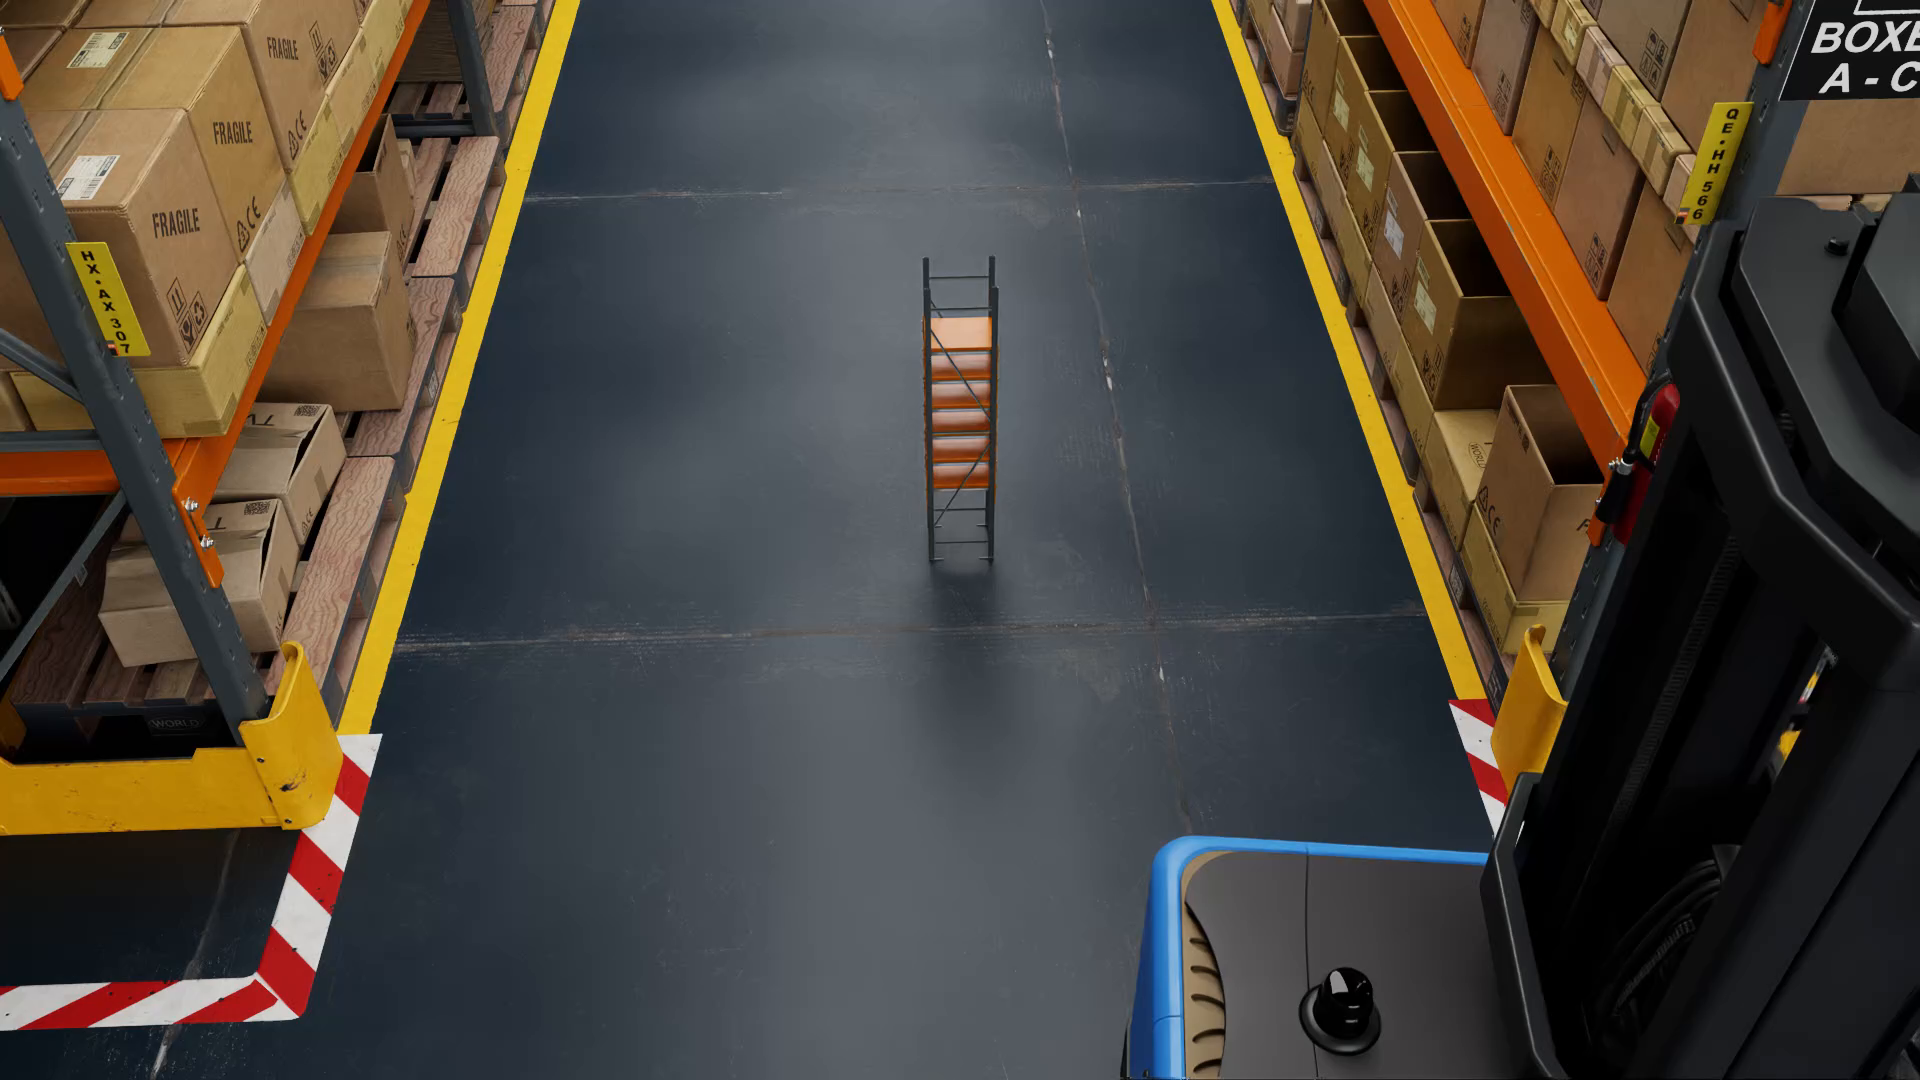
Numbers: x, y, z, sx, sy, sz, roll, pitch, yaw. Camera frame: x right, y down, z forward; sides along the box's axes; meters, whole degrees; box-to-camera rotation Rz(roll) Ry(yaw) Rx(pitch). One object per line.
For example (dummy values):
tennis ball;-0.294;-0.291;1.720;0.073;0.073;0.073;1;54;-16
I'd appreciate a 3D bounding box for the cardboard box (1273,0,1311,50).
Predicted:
cardboard box;1.873;-2.702;8.287;0.500;0.311;0.500;-2;43;-2

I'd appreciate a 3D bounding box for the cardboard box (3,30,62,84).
cardboard box;-2.846;-1.124;4.798;0.500;0.500;0.500;-1;43;-1

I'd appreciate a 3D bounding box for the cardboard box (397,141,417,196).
cardboard box;-2.720;-1.701;7.657;0.380;0.166;0.250;-7;43;-7

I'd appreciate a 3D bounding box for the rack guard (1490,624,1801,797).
rack guard;2.348;0.550;5.280;1.175;0.500;0.348;-2;43;-2

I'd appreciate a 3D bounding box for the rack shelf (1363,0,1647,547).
rack shelf;2.262;-1.473;6.170;1.077;0.370;4.000;-2;43;-2

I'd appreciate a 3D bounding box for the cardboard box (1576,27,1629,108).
cardboard box;2.108;-1.436;5.042;0.380;0.149;0.250;-1;43;-1

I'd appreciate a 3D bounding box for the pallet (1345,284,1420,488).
pallet;2.223;-0.697;6.854;1.003;0.211;1.213;-2;43;-2

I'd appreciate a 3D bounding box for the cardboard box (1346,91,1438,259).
cardboard box;1.926;-1.509;6.845;0.500;0.500;0.500;-2;43;-2

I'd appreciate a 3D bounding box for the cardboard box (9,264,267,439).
cardboard box;-2.306;-0.534;4.709;0.500;0.250;0.500;-3;43;-3

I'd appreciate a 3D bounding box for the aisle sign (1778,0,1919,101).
aisle sign;2.056;-1.294;3.517;0.394;0.787;0.004;-2;43;-2

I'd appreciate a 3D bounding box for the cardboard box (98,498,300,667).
cardboard box;-2.542;0.116;5.568;0.500;0.311;0.500;-6;43;-7

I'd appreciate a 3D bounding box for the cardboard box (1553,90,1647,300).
cardboard box;2.312;-1.095;5.151;0.700;0.500;0.500;-1;43;-1

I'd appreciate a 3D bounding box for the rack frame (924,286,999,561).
rack frame;0.005;-0.371;5.767;0.240;1.200;0.006;-2;43;-2

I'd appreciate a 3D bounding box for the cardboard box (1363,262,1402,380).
cardboard box;1.953;-0.895;6.731;0.500;0.250;0.500;-2;43;-2

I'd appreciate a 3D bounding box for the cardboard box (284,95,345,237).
cardboard box;-2.358;-1.228;5.466;0.500;0.250;0.500;-2;43;-2

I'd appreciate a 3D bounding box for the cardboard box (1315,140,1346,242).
cardboard box;1.910;-1.570;7.467;0.500;0.250;0.500;-2;43;-2

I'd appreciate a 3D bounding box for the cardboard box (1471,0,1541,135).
cardboard box;2.271;-1.785;5.904;0.700;0.500;0.500;0;43;-1

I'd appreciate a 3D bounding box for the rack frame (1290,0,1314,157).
rack frame;2.177;-3.088;7.400;1.000;3.000;0.127;-2;43;-2

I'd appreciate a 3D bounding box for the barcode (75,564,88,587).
barcode;-2.942;0.112;5.566;0.001;0.075;0.075;-2;43;-2

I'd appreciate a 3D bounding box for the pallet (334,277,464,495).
pallet;-2.654;-0.638;6.790;1.003;0.211;1.213;-2;43;-2

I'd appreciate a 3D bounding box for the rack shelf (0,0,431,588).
rack shelf;-2.687;-1.328;6.012;1.077;0.370;4.000;-2;43;-2

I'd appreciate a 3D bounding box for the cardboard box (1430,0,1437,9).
cardboard box;2.231;-2.470;6.651;0.700;0.500;0.500;-2;43;-2

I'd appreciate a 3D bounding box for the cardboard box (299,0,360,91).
cardboard box;-2.383;-1.834;5.572;0.500;0.500;0.500;0;43;0

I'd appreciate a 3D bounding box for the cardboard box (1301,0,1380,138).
cardboard box;1.884;-2.184;7.582;0.500;0.500;0.500;-2;43;-2

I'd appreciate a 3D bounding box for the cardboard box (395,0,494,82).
cardboard box;-2.820;-2.681;8.479;0.700;0.500;0.500;0;43;0

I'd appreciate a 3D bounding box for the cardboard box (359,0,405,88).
cardboard box;-2.400;-1.909;6.209;0.500;0.250;0.500;-2;43;-2

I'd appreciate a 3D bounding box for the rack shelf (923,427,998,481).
rack shelf;0.001;-0.311;5.945;0.258;0.103;0.180;-2;43;-2

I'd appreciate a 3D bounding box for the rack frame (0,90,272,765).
rack frame;-2.602;-0.243;4.296;1.000;3.000;0.127;-2;43;-2

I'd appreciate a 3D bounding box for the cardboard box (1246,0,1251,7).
cardboard box;1.828;-3.188;9.232;0.500;0.250;0.500;-1;43;-1

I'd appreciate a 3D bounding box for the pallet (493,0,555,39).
pallet;-2.862;-3.267;9.658;1.003;0.211;1.213;-2;43;-2

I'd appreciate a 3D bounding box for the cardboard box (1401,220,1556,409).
cardboard box;1.969;-0.834;6.109;0.500;0.500;0.500;-2;43;-2

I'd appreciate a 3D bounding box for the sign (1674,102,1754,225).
sign;1.804;-0.896;3.975;0.100;0.325;0.005;-2;43;-2

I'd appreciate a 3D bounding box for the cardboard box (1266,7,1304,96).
cardboard box;1.869;-2.501;8.483;0.500;0.250;0.500;-2;43;-2

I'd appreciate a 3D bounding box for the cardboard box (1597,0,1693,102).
cardboard box;2.310;-1.609;4.752;0.700;0.500;0.500;-3;43;-3

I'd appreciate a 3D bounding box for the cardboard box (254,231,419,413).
cardboard box;-2.547;-0.835;6.466;0.700;0.500;0.500;-4;43;-4

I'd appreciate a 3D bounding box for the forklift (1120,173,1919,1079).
forklift;1.915;0.804;3.204;3.031;2.935;1.130;3;43;3

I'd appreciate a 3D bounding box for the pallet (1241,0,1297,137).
pallet;2.106;-2.557;8.883;1.003;0.211;1.213;-2;43;-2

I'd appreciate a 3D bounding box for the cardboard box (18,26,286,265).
cardboard box;-2.333;-1.137;4.812;0.500;0.500;0.500;-2;43;-2

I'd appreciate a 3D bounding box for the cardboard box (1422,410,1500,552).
cardboard box;1.995;-0.220;5.994;0.500;0.250;0.500;-2;43;-2

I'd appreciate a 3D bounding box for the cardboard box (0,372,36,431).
cardboard box;-2.816;-0.505;4.678;0.500;0.250;0.500;-1;43;-1

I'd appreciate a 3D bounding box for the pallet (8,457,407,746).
pallet;-2.605;0.184;5.893;1.003;0.211;1.213;-2;43;-2

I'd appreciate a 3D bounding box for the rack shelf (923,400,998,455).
rack shelf;0.001;-0.400;5.864;0.258;0.103;0.180;-2;43;-2

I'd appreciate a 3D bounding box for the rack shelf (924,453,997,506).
rack shelf;0.001;-0.223;6.026;0.258;0.103;0.180;-2;43;-2

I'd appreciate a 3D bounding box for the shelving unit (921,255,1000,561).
shelving unit;0.001;-0.433;5.834;0.258;1.200;0.189;-2;43;-2

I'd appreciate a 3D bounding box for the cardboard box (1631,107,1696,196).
cardboard box;2.127;-1.093;4.669;0.380;0.149;0.250;-1;43;-1

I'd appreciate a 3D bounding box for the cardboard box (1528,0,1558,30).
cardboard box;2.084;-1.791;5.430;0.380;0.149;0.250;-1;43;-1

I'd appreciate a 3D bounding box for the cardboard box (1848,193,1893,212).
cardboard box;2.545;-0.935;4.496;0.380;0.149;0.250;-2;43;-2
